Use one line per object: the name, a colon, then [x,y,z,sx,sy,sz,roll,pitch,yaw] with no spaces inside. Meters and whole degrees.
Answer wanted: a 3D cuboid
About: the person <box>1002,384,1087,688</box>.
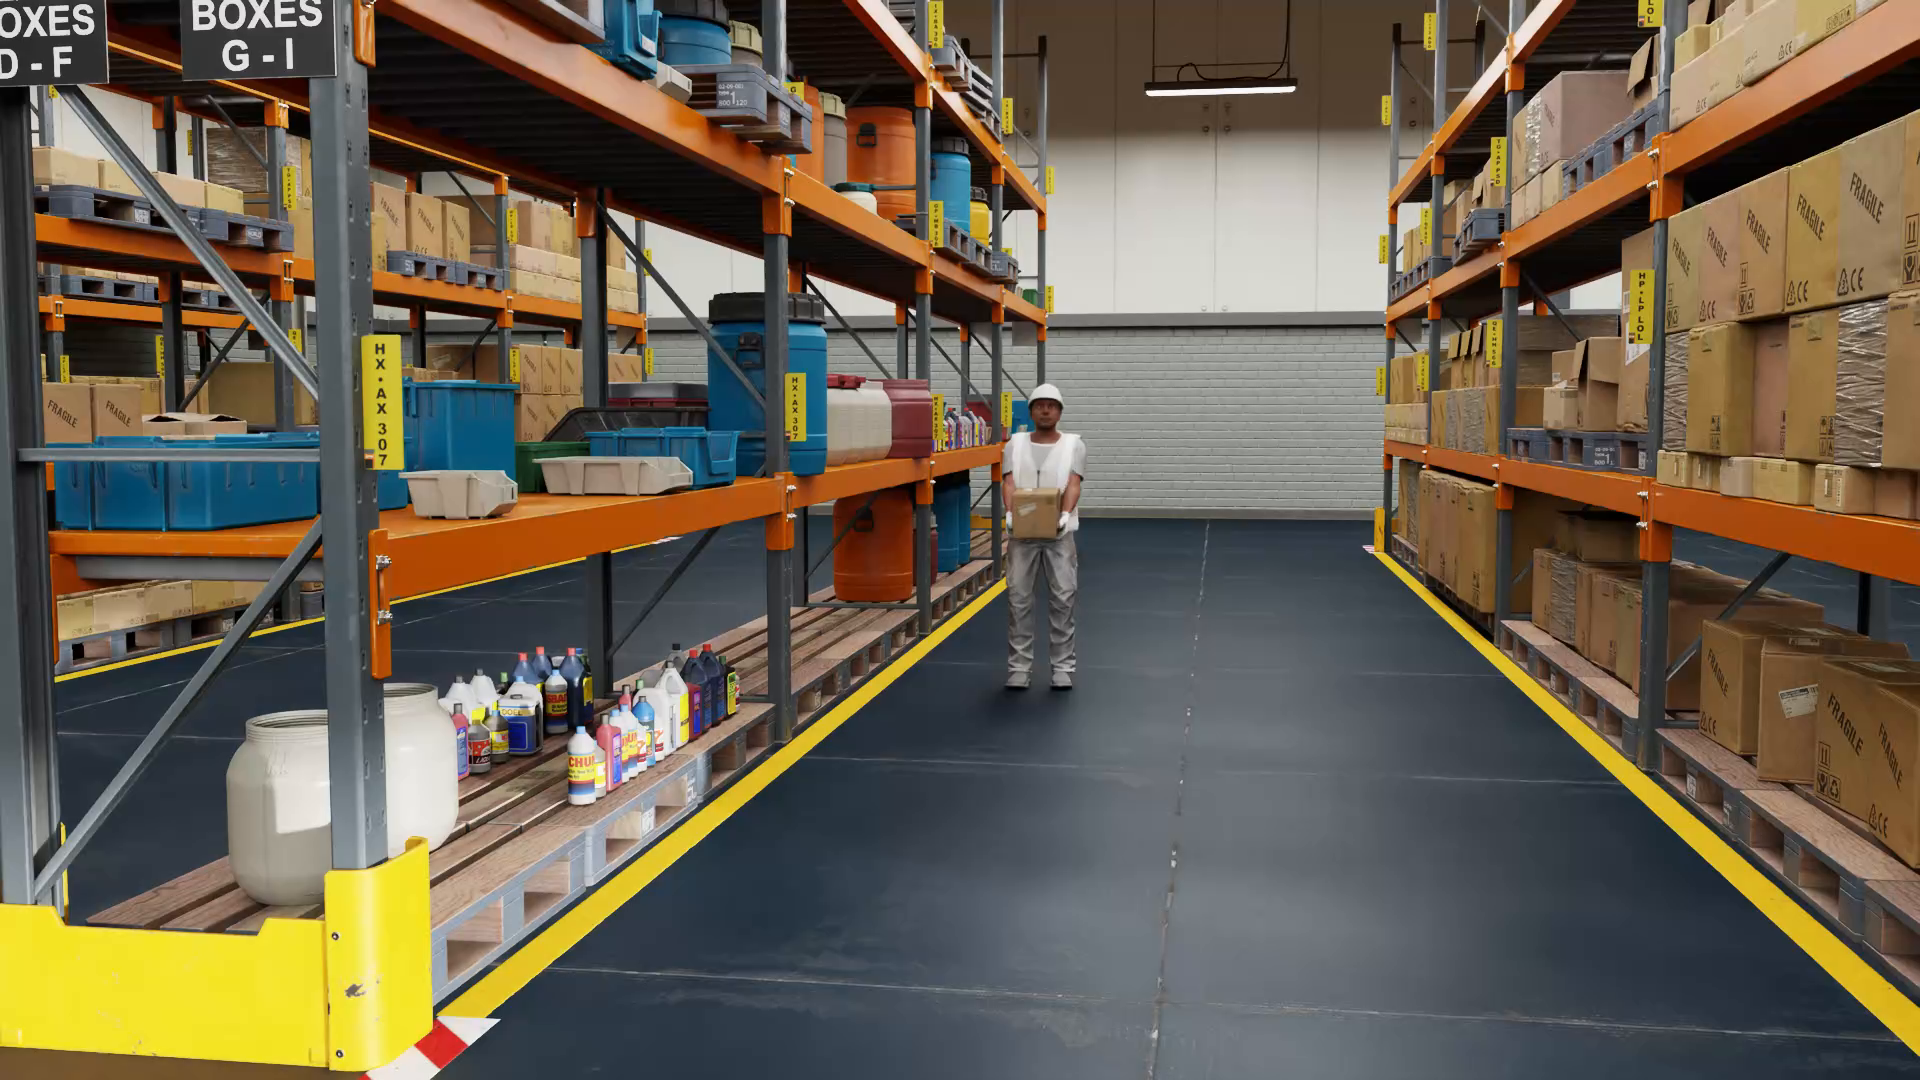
person: [0.478,-0.019,9.712,0.494,1.782,0.579,1,4,8]
